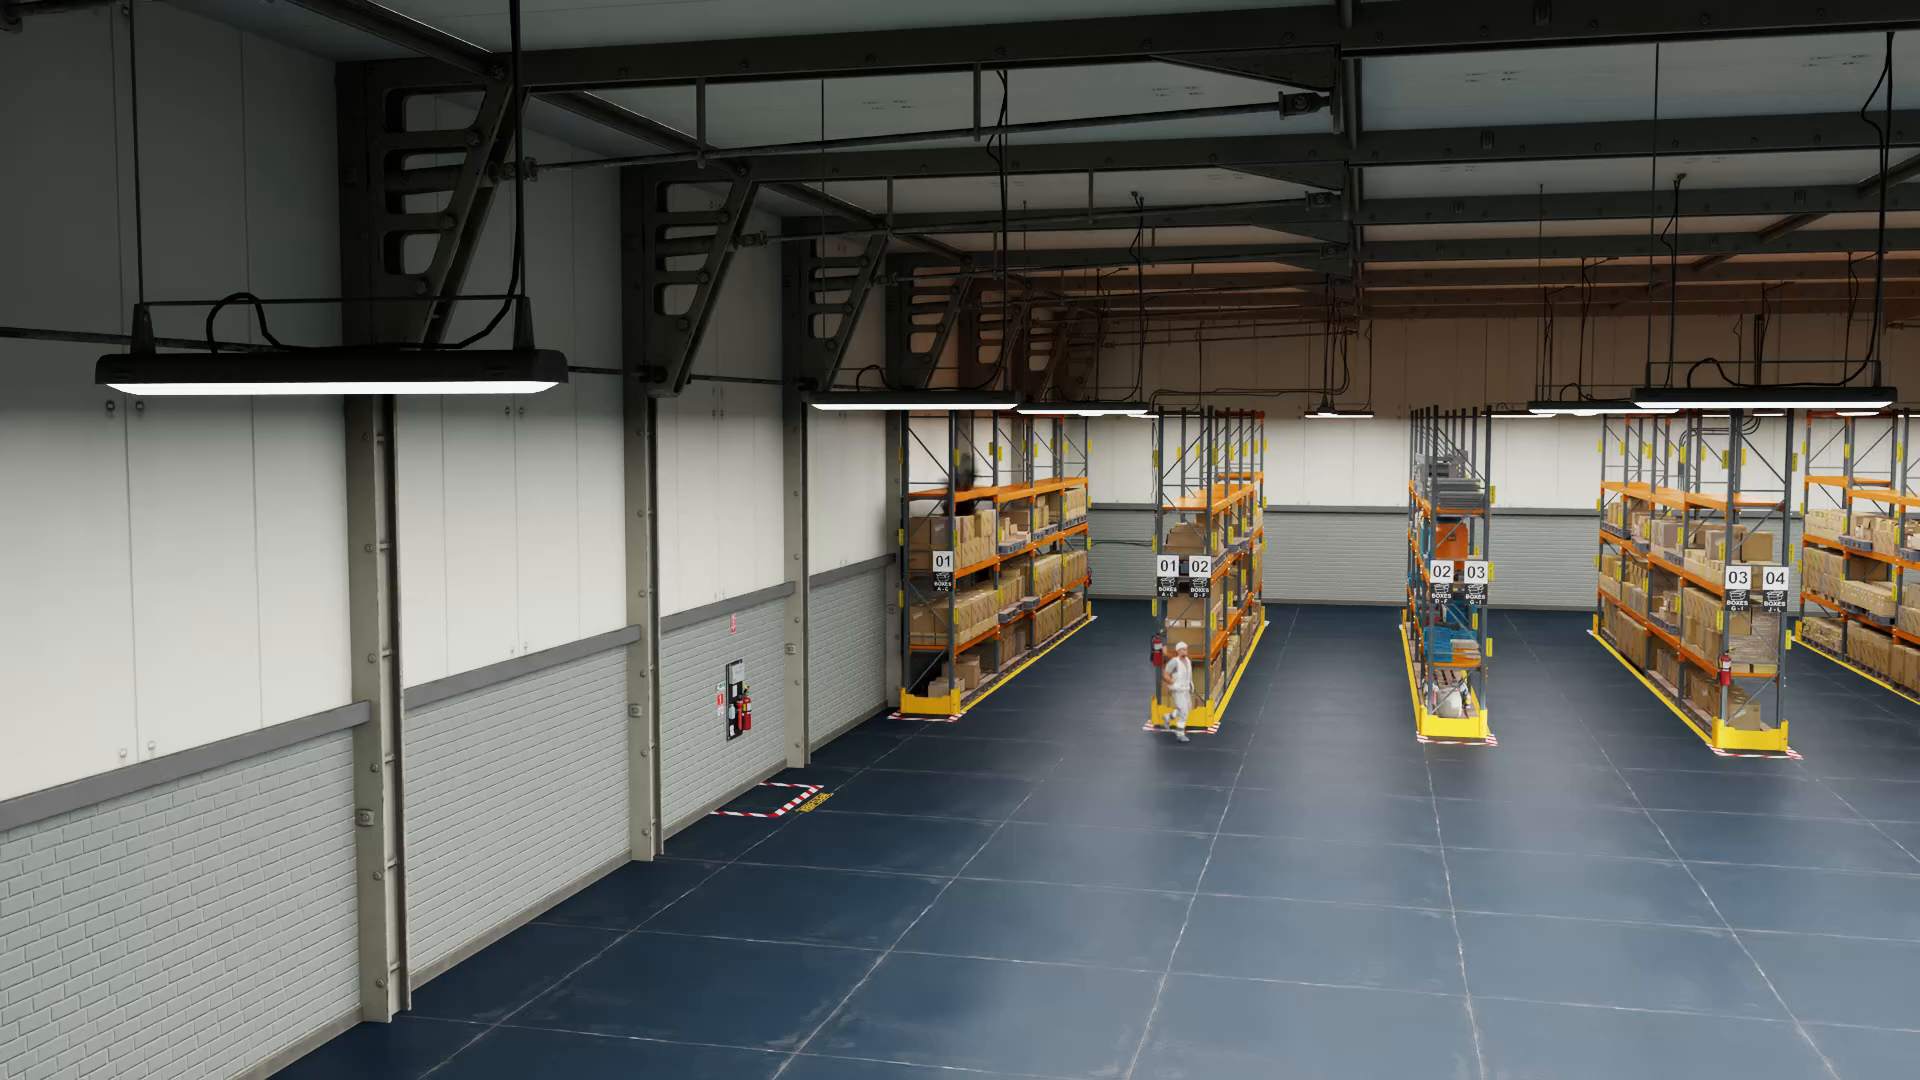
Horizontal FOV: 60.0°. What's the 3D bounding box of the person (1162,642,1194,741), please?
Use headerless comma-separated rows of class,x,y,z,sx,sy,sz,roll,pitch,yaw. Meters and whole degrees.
person,3.891,2.690,29.776,0.698,1.754,0.693,-4,6,-43

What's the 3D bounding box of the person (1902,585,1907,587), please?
person,23.698,1.916,41.786,0.542,1.579,0.886,0,4,5
